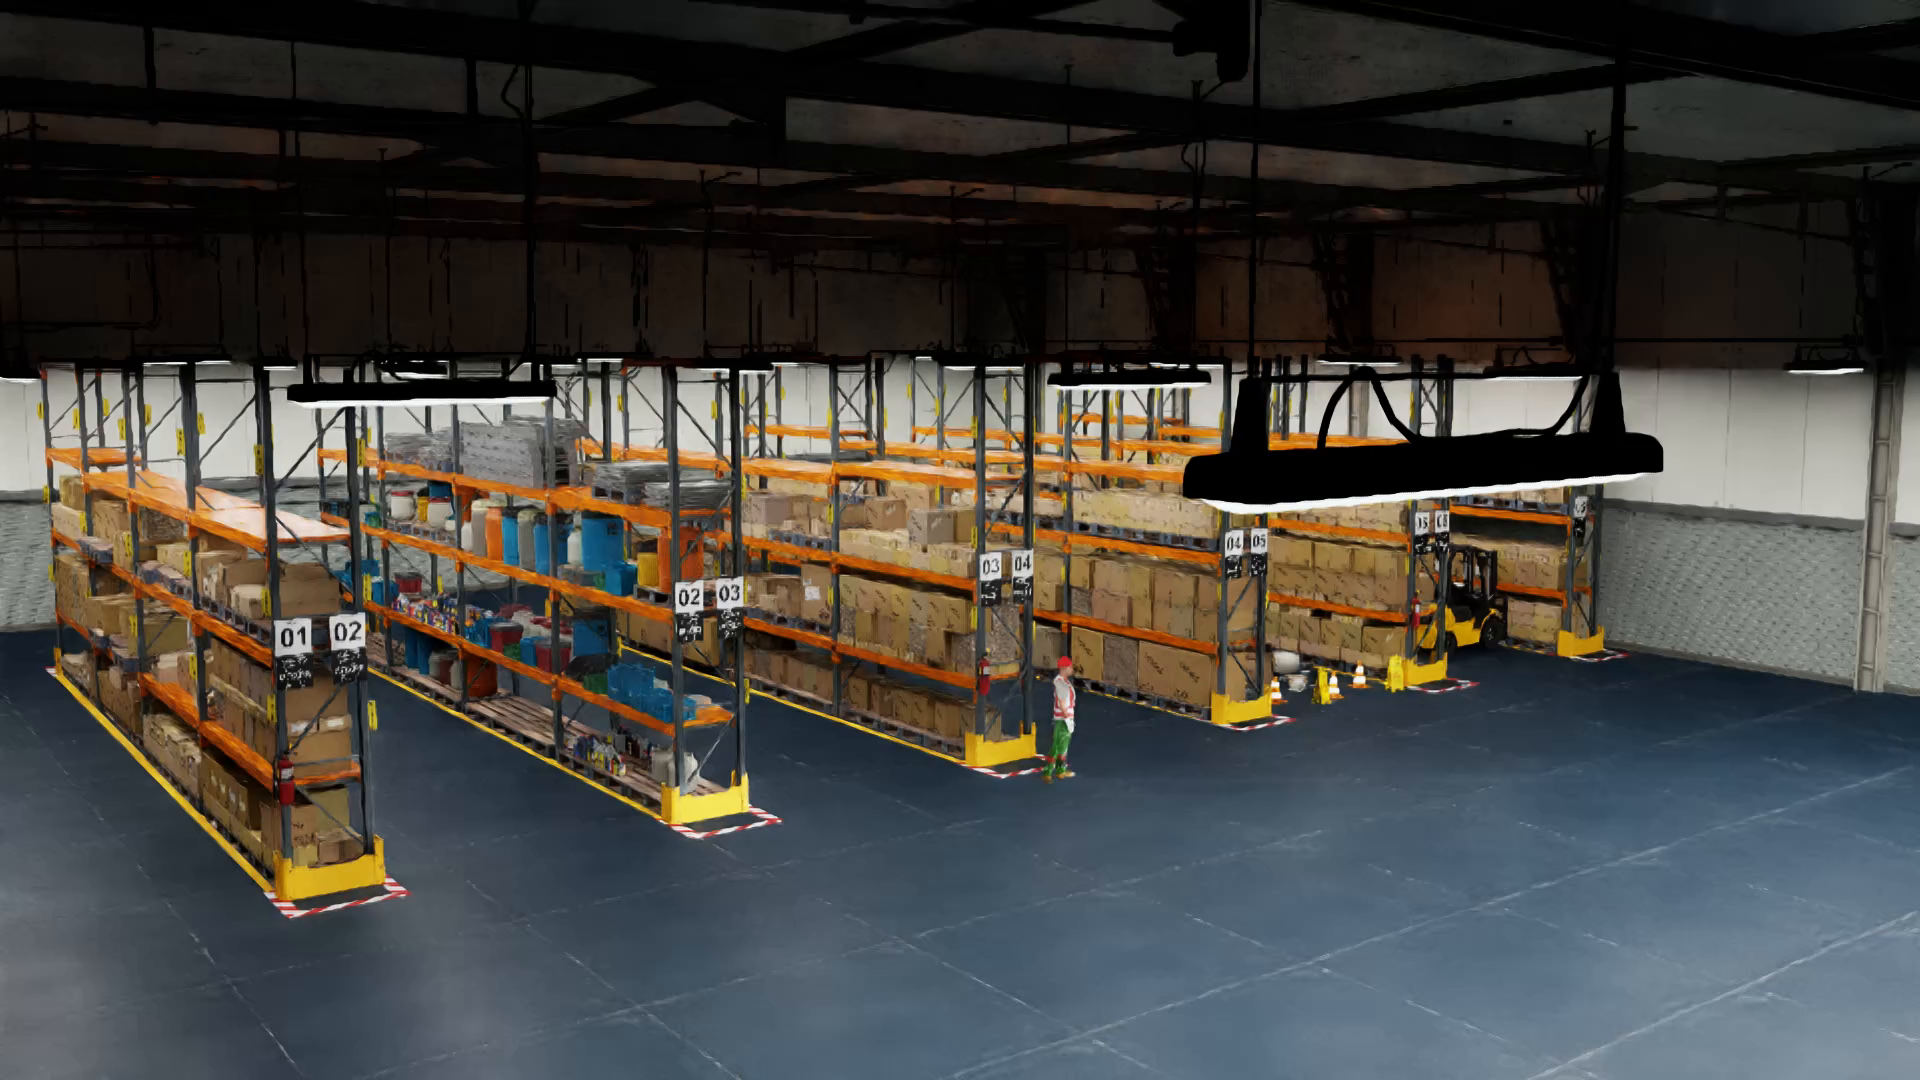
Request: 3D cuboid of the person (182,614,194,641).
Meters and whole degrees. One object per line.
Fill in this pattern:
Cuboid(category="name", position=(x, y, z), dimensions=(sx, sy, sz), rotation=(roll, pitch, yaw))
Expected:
Cuboid(category="person", position=(-14.457, 1.721, 31.261), dimensions=(0.598, 1.698, 1.194), rotation=(-5, 8, -34))

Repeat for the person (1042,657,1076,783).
Cuboid(category="person", position=(1.436, 2.583, 23.929), dimensions=(0.487, 1.788, 0.712), rotation=(1, 7, 8))
